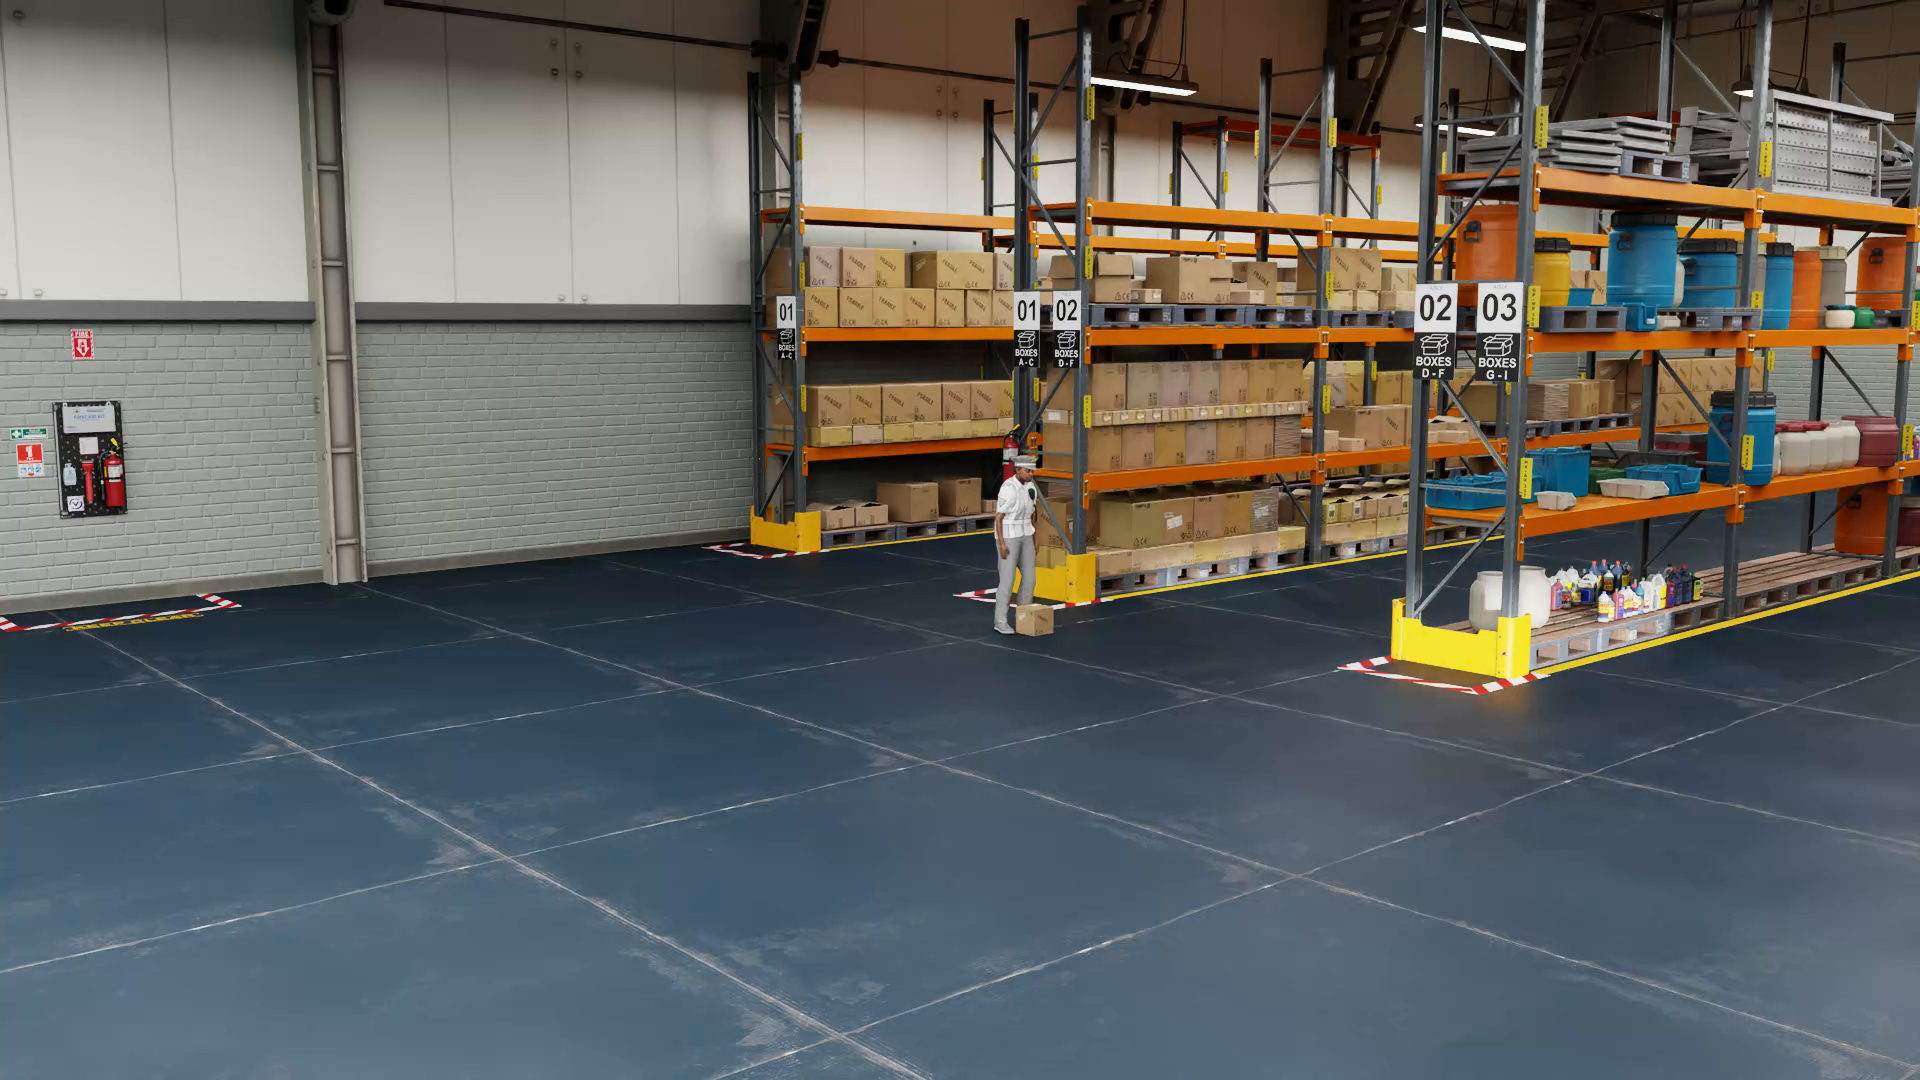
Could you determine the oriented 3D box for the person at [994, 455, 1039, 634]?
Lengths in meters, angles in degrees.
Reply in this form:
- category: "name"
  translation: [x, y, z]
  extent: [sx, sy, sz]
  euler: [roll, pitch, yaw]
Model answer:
- category: "person"
  translation: [0.543, 0.027, 15.591]
  extent: [0.514, 1.657, 0.417]
  euler: [-7, 10, -41]
